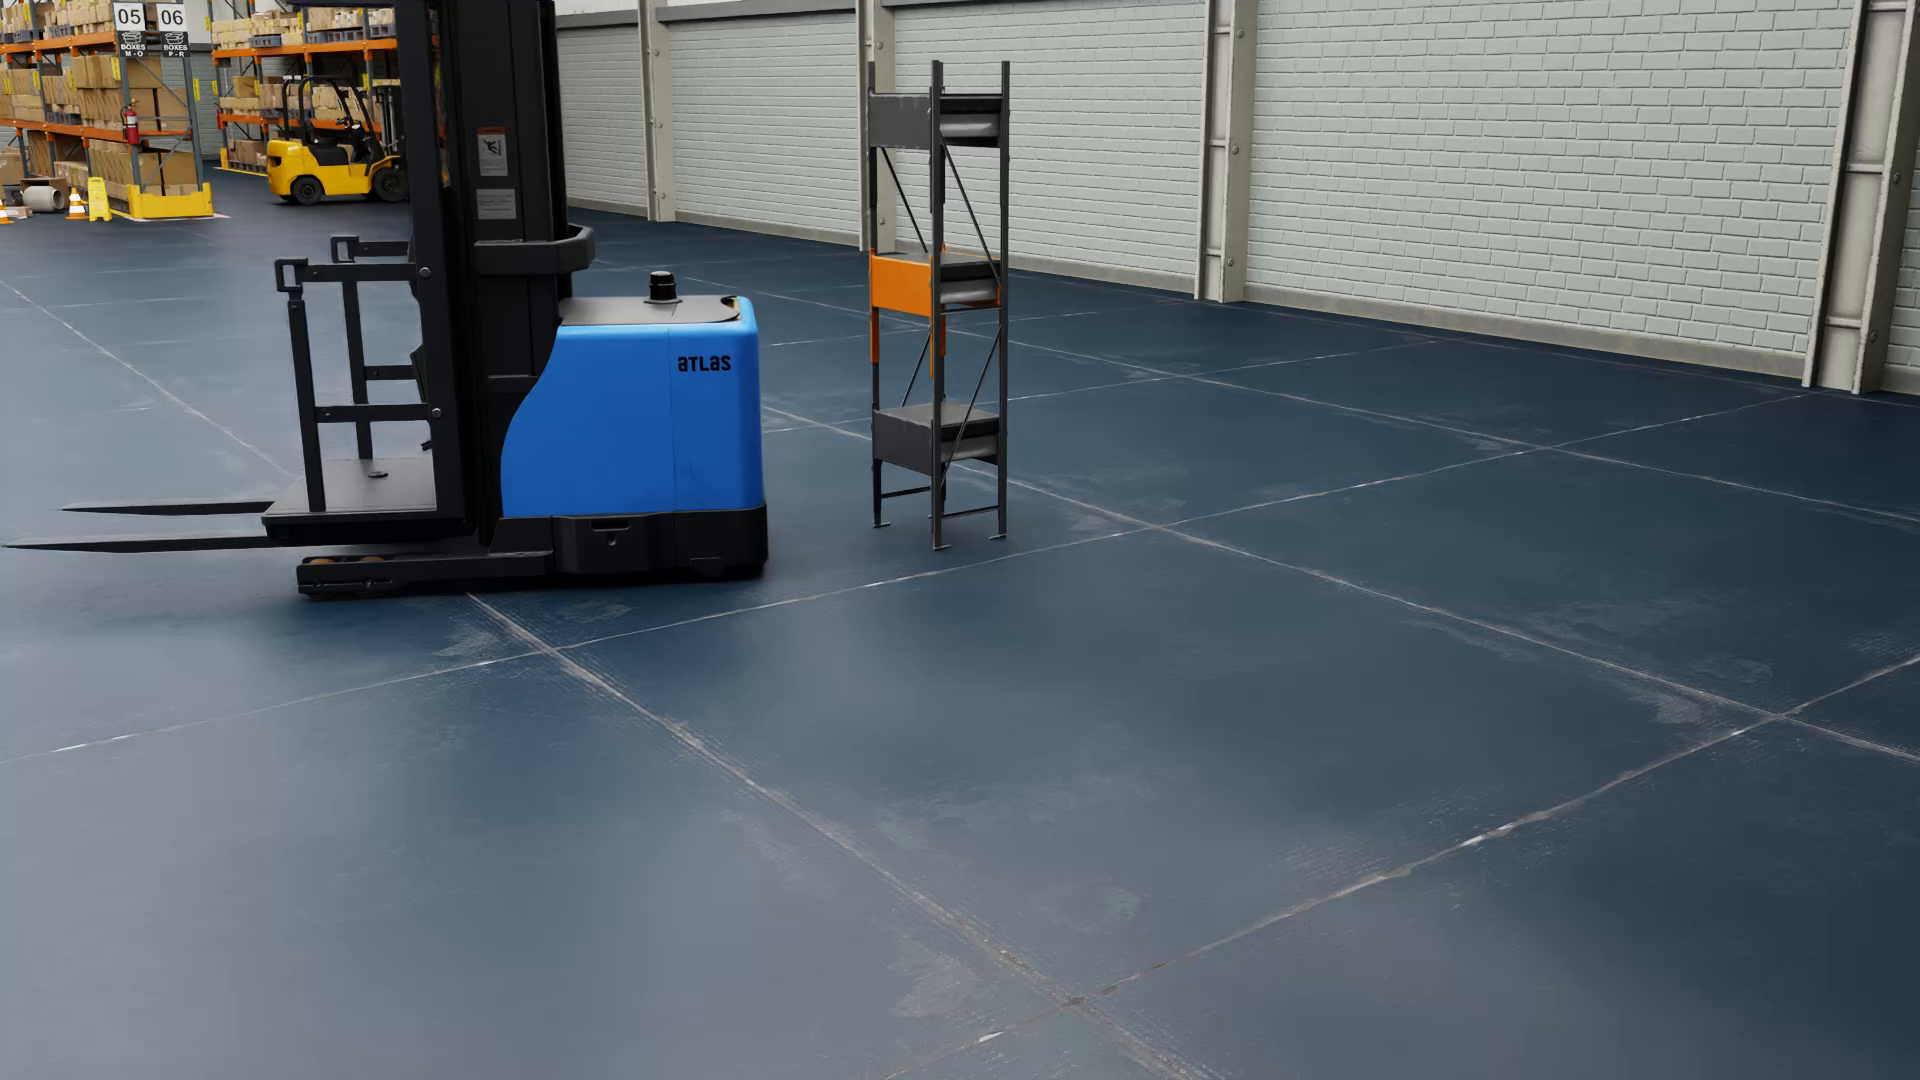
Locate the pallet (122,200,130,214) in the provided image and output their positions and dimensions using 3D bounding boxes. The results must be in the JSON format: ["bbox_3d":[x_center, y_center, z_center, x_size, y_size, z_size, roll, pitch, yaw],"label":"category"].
[{"bbox_3d":[-12.902,-5.405,26.925,1.003,0.211,1.213,-11,19,-35],"label":"pallet"}]

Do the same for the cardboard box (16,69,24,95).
[{"bbox_3d":[-18.823,-9.298,33.781,0.500,0.500,0.500,-11,19,-36],"label":"cardboard box"}]

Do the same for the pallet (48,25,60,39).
[{"bbox_3d":[-15.649,-9.135,29.943,1.213,0.211,1.003,-11,19,-35],"label":"pallet"}]

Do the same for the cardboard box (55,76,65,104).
[{"bbox_3d":[-16.117,-8.195,30.288,0.500,0.500,0.500,-12,19,-37],"label":"cardboard box"}]

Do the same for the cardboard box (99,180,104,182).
[{"bbox_3d":[-14.308,-6.005,28.249,0.500,0.250,0.500,-10,18,-31],"label":"cardboard box"}]

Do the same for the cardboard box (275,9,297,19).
[{"bbox_3d":[-15.033,-11.702,37.112,0.396,0.266,0.258,-11,19,-35],"label":"cardboard box"}]

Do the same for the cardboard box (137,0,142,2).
[{"bbox_3d":[-12.613,-8.424,25.957,0.380,0.149,0.250,-11,19,-35],"label":"cardboard box"}]

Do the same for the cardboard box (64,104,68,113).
[{"bbox_3d":[-16.160,-7.894,30.416,0.380,0.149,0.250,-10,18,-33],"label":"cardboard box"}]

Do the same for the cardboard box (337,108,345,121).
[{"bbox_3d":[-12.132,-8.502,33.240,0.500,0.250,0.500,-10,18,-33],"label":"cardboard box"}]

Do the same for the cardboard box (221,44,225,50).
[{"bbox_3d":[-17.427,-11.786,39.749,0.380,0.149,0.250,-10,18,-33],"label":"cardboard box"}]

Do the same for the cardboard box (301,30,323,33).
[{"bbox_3d":[-13.502,-10.640,34.615,0.380,0.149,0.250,-10,18,-33],"label":"cardboard box"}]

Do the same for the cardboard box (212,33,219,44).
[{"bbox_3d":[-17.763,-12.124,40.228,0.500,0.250,0.500,-11,19,-35],"label":"cardboard box"}]

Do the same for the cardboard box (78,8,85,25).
[{"bbox_3d":[-14.128,-8.573,27.256,0.500,0.250,0.500,-11,19,-34],"label":"cardboard box"}]

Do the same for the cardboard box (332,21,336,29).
[{"bbox_3d":[-12.092,-10.109,32.639,0.380,0.149,0.250,-11,19,-35],"label":"cardboard box"}]

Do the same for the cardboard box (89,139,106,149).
[{"bbox_3d":[-14.606,-6.756,28.343,0.380,0.149,0.250,-11,19,-34],"label":"cardboard box"}]

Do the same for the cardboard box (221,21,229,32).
[{"bbox_3d":[-17.154,-12.152,39.383,0.500,0.250,0.500,-11,19,-35],"label":"cardboard box"}]

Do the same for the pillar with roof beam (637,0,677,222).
[{"bbox_3d":[-8.030,-8.559,21.802,9.100,9.000,0.400,-11,19,-35],"label":"pillar with roof beam"}]

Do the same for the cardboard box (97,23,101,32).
[{"bbox_3d":[-13.574,-8.191,26.616,0.380,0.149,0.250,-11,19,-36],"label":"cardboard box"}]

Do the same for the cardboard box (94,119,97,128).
[{"bbox_3d":[-14.345,-7.015,28.000,0.380,0.149,0.250,-10,18,-33],"label":"cardboard box"}]

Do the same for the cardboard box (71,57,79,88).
[{"bbox_3d":[-14.676,-7.956,28.314,0.700,0.500,0.500,-11,19,-35],"label":"cardboard box"}]

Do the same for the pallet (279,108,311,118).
[{"bbox_3d":[-14.246,-9.357,36.444,1.003,0.211,1.213,-11,19,-35],"label":"pallet"}]

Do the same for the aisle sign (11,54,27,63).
[{"bbox_3d":[-21.607,-11.289,38.216,0.394,0.787,0.004,-11,19,-35],"label":"aisle sign"}]

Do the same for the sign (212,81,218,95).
[{"bbox_3d":[-18.241,-11.076,40.723,0.100,0.325,0.005,-11,19,-35],"label":"sign"}]

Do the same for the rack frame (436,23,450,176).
[{"bbox_3d":[-8.395,-7.326,28.662,1.000,3.000,0.127,-11,19,-35],"label":"rack frame"}]

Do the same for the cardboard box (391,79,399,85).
[{"bbox_3d":[-10.173,-8.354,30.435,0.380,0.149,0.250,-11,19,-35],"label":"cardboard box"}]

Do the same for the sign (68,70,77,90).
[{"bbox_3d":[-15.206,-7.881,28.495,0.100,0.325,0.005,-11,19,-35],"label":"sign"}]

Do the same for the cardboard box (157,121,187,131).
[{"bbox_3d":[-12.440,-6.539,26.260,0.380,0.149,0.250,-11,19,-34],"label":"cardboard box"}]

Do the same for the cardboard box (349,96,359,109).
[{"bbox_3d":[-11.551,-8.523,32.372,0.500,0.250,0.500,-11,19,-36],"label":"cardboard box"}]

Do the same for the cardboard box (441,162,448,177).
[{"bbox_3d":[-8.934,-6.499,29.106,0.500,0.250,0.500,-11,19,-35],"label":"cardboard box"}]

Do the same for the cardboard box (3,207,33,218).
[{"bbox_3d":[-14.812,-5.146,26.097,0.380,0.149,0.250,-2,15,-6],"label":"cardboard box"}]

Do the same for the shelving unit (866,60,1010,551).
[{"bbox_3d":[-0.097,-1.048,7.428,0.431,2.100,0.503,-11,19,-35],"label":"shelving unit"}]

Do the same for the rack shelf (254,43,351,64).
[{"bbox_3d":[-14.275,-10.562,36.163,1.077,0.370,4.000,-11,19,-35],"label":"rack shelf"}]

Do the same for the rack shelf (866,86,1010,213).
[{"bbox_3d":[-0.097,-1.710,7.247,0.431,0.518,0.480,-11,19,-35],"label":"rack shelf"}]

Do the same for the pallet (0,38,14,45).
[{"bbox_3d":[-20.649,-10.958,36.417,1.003,0.211,1.213,-11,19,-35],"label":"pallet"}]

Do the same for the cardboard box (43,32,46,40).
[{"bbox_3d":[-17.064,-9.495,31.381,0.380,0.149,0.250,-11,19,-35],"label":"cardboard box"}]

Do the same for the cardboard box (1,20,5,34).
[{"bbox_3d":[-19.452,-10.541,34.184,0.396,0.266,0.258,-11,19,-35],"label":"cardboard box"}]

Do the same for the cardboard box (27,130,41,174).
[{"bbox_3d":[-19.034,-8.175,34.993,0.875,0.875,0.875,-10,18,-33],"label":"cardboard box"}]

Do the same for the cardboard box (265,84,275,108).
[{"bbox_3d":[-15.043,-9.891,37.047,0.700,0.500,0.500,-11,19,-34],"label":"cardboard box"}]

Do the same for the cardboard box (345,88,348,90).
[{"bbox_3d":[-11.903,-8.848,32.805,0.380,0.149,0.250,-11,19,-34],"label":"cardboard box"}]

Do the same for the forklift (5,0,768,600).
[{"bbox_3d":[-2.371,-1.321,6.851,3.031,2.935,1.130,-2,15,-8],"label":"forklift"}]

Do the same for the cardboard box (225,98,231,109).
[{"bbox_3d":[-17.457,-10.568,40.226,0.500,0.250,0.500,-11,19,-34],"label":"cardboard box"}]

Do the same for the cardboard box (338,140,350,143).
[{"bbox_3d":[-13.153,-8.504,35.676,0.380,0.149,0.250,-10,18,-32],"label":"cardboard box"}]

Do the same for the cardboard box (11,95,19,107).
[{"bbox_3d":[-19.433,-9.149,34.657,0.500,0.250,0.500,-12,19,-36],"label":"cardboard box"}]

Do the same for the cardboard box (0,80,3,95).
[{"bbox_3d":[-20.563,-9.923,36.065,0.500,0.500,0.500,-11,19,-34],"label":"cardboard box"}]

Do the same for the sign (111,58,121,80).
[{"bbox_3d":[-12.868,-7.184,25.350,0.100,0.325,0.005,-11,19,-35],"label":"sign"}]

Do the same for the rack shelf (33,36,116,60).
[{"bbox_3d":[-15.936,-8.936,30.224,1.077,0.370,4.000,-11,19,-35],"label":"rack shelf"}]

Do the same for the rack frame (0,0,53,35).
[{"bbox_3d":[-19.463,-12.011,34.414,1.000,3.000,0.127,-11,19,-35],"label":"rack frame"}]

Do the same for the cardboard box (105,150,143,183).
[{"bbox_3d":[-13.690,-6.143,27.333,0.500,0.500,0.500,-11,19,-36],"label":"cardboard box"}]

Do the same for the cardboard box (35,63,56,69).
[{"bbox_3d":[-19.439,-10.069,35.369,0.380,0.149,0.250,-11,19,-35],"label":"cardboard box"}]

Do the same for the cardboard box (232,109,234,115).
[{"bbox_3d":[-17.362,-10.348,40.177,0.380,0.149,0.250,-10,18,-33],"label":"cardboard box"}]

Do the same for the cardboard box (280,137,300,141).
[{"bbox_3d":[-15.069,-8.980,37.416,0.380,0.149,0.250,-12,19,-37],"label":"cardboard box"}]

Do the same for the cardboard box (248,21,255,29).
[{"bbox_3d":[-15.630,-11.477,37.072,0.380,0.149,0.250,-10,18,-33],"label":"cardboard box"}]

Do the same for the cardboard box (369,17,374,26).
[{"bbox_3d":[-10.729,-9.614,30.829,0.380,0.149,0.250,-10,18,-33],"label":"cardboard box"}]

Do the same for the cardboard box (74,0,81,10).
[{"bbox_3d":[-14.381,-8.833,27.448,0.380,0.149,0.250,-11,19,-35],"label":"cardboard box"}]
